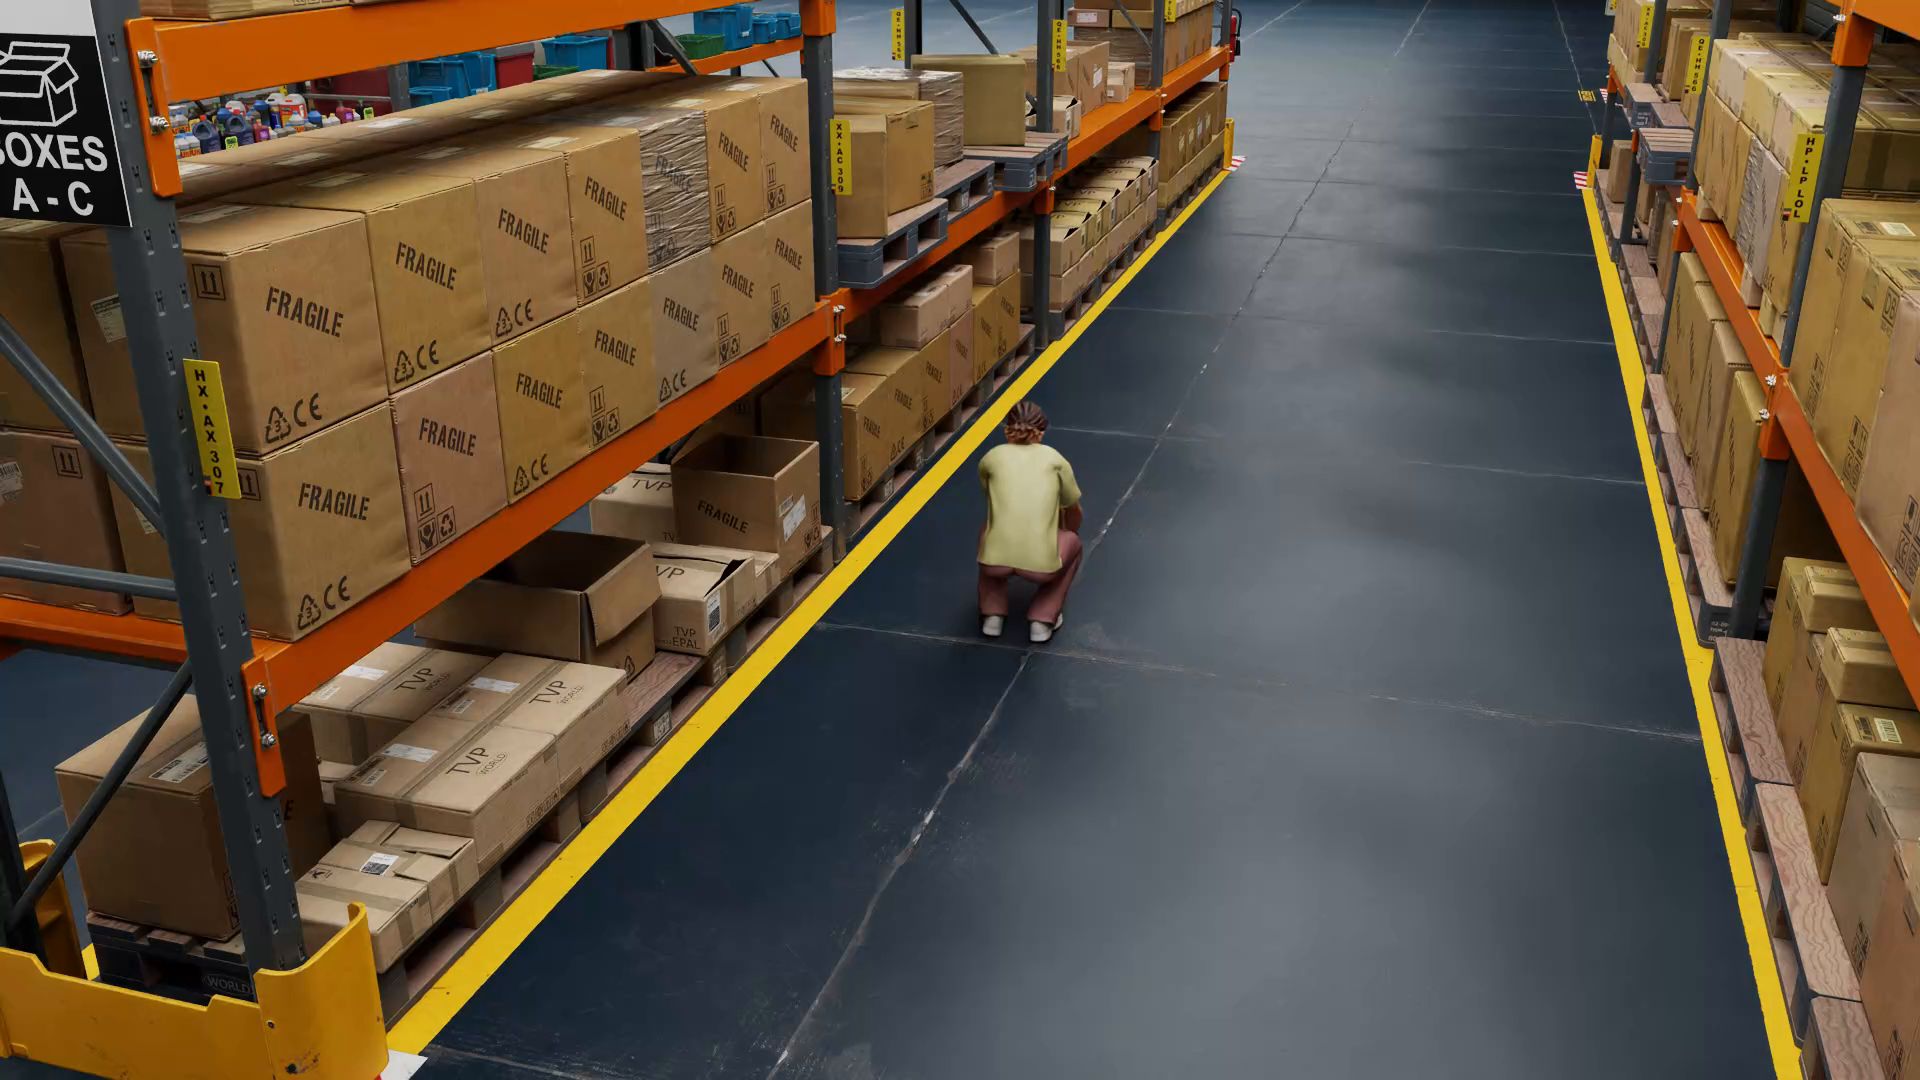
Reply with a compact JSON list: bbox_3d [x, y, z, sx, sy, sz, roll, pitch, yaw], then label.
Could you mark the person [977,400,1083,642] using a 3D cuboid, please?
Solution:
[{"bbox_3d":[0.293,-0.098,7.328,0.472,0.938,0.804,5,23,12],"label":"person"}]
